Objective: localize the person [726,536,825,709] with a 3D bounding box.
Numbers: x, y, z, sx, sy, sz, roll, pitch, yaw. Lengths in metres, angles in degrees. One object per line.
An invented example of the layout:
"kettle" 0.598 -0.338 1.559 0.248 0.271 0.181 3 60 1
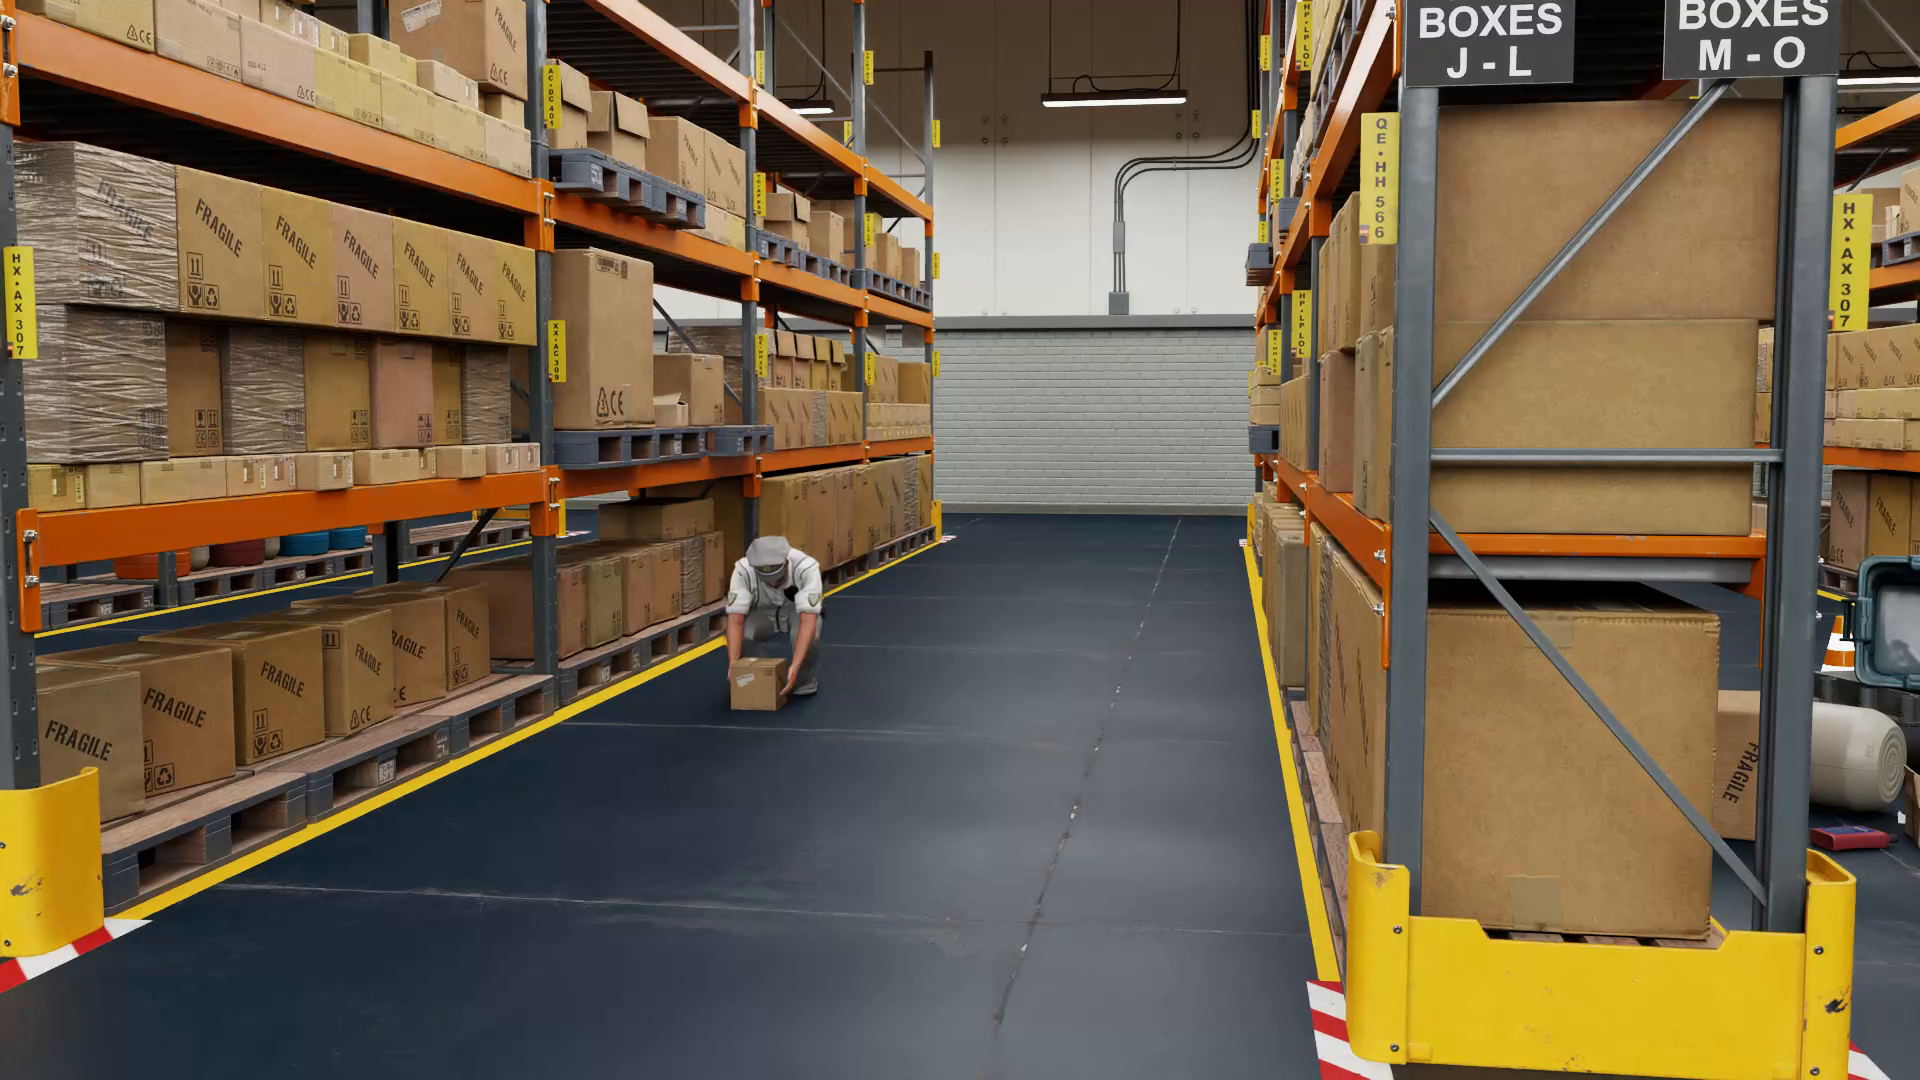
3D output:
"person" -1.048 0.450 9.399 0.543 0.912 1.027 0 4 6
